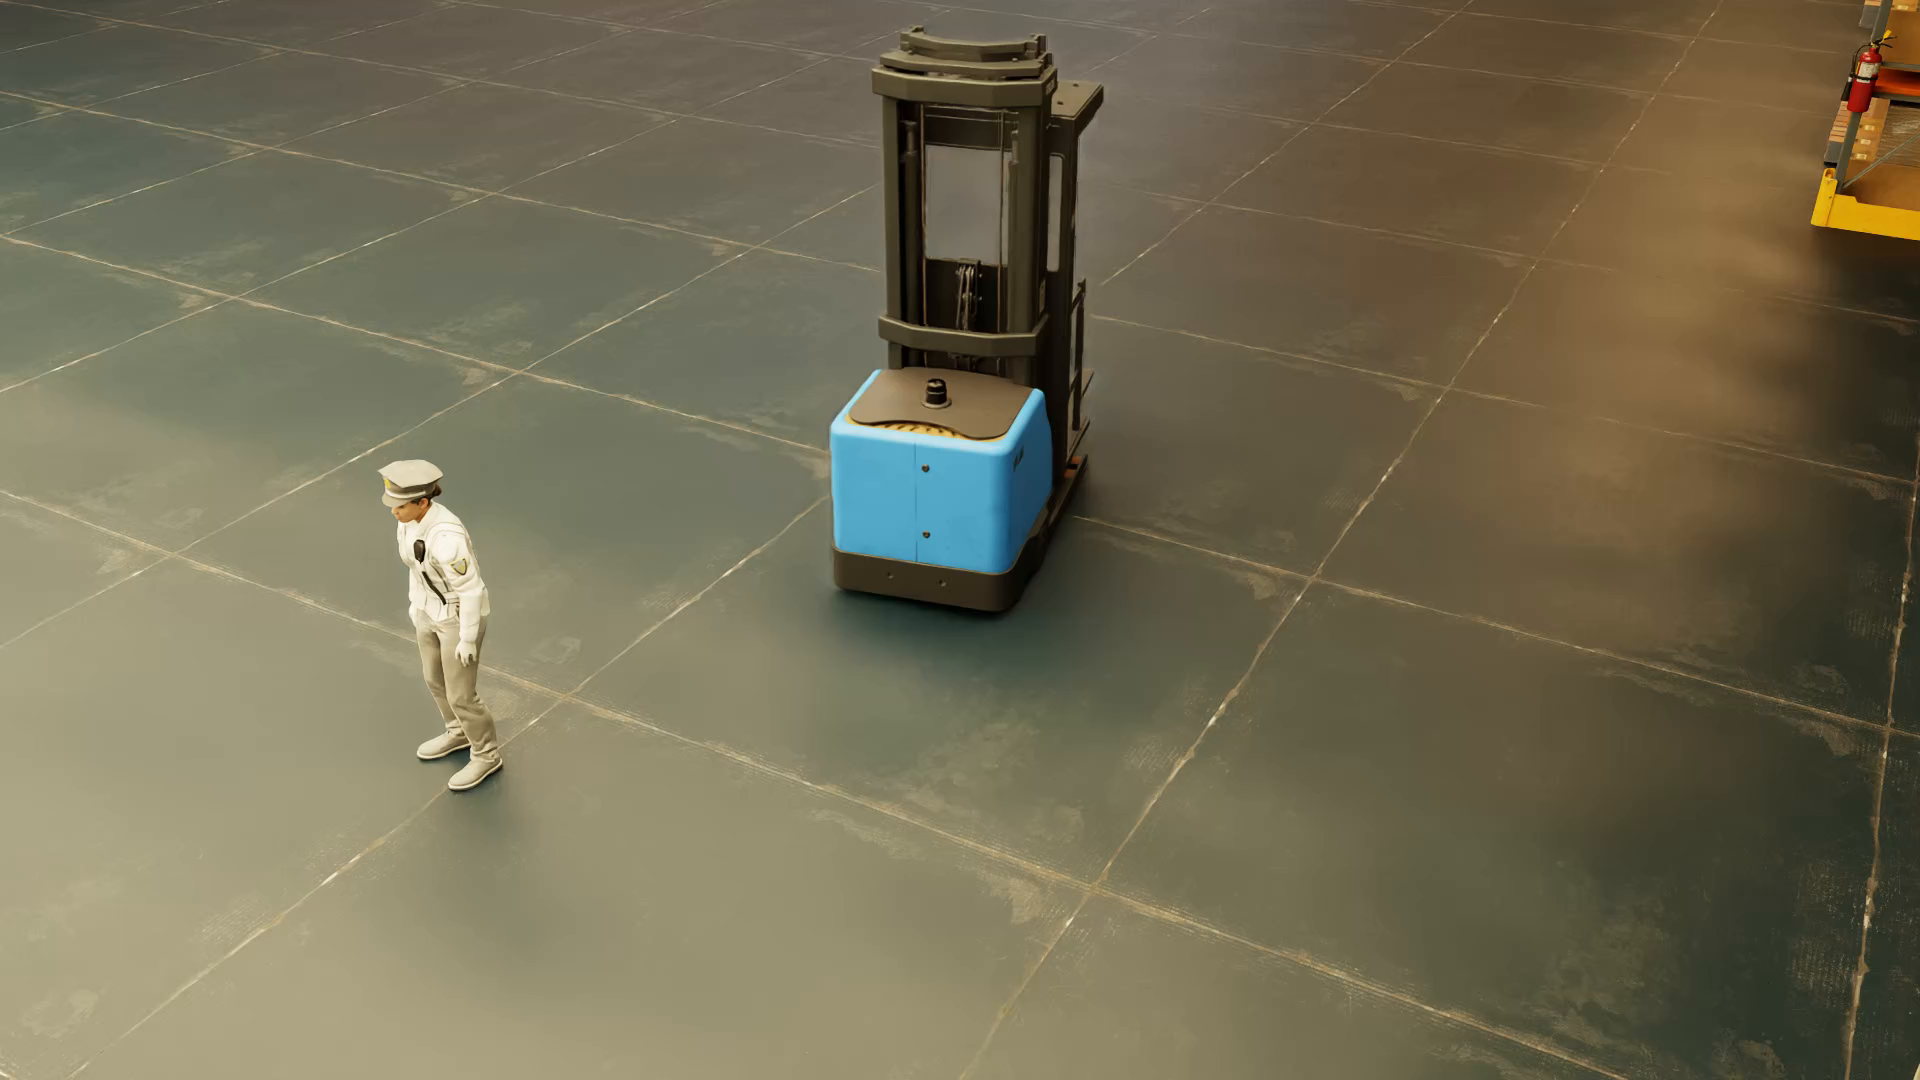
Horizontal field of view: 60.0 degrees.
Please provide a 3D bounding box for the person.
[{"bbox_3d":[-2.381,0.374,7.695,0.373,1.661,0.537,-26,39,-37],"label":"person"}]

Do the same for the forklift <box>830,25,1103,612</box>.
[{"bbox_3d":[0.183,-1.598,9.840,1.130,2.935,3.031,8,31,14],"label":"forklift"}]
